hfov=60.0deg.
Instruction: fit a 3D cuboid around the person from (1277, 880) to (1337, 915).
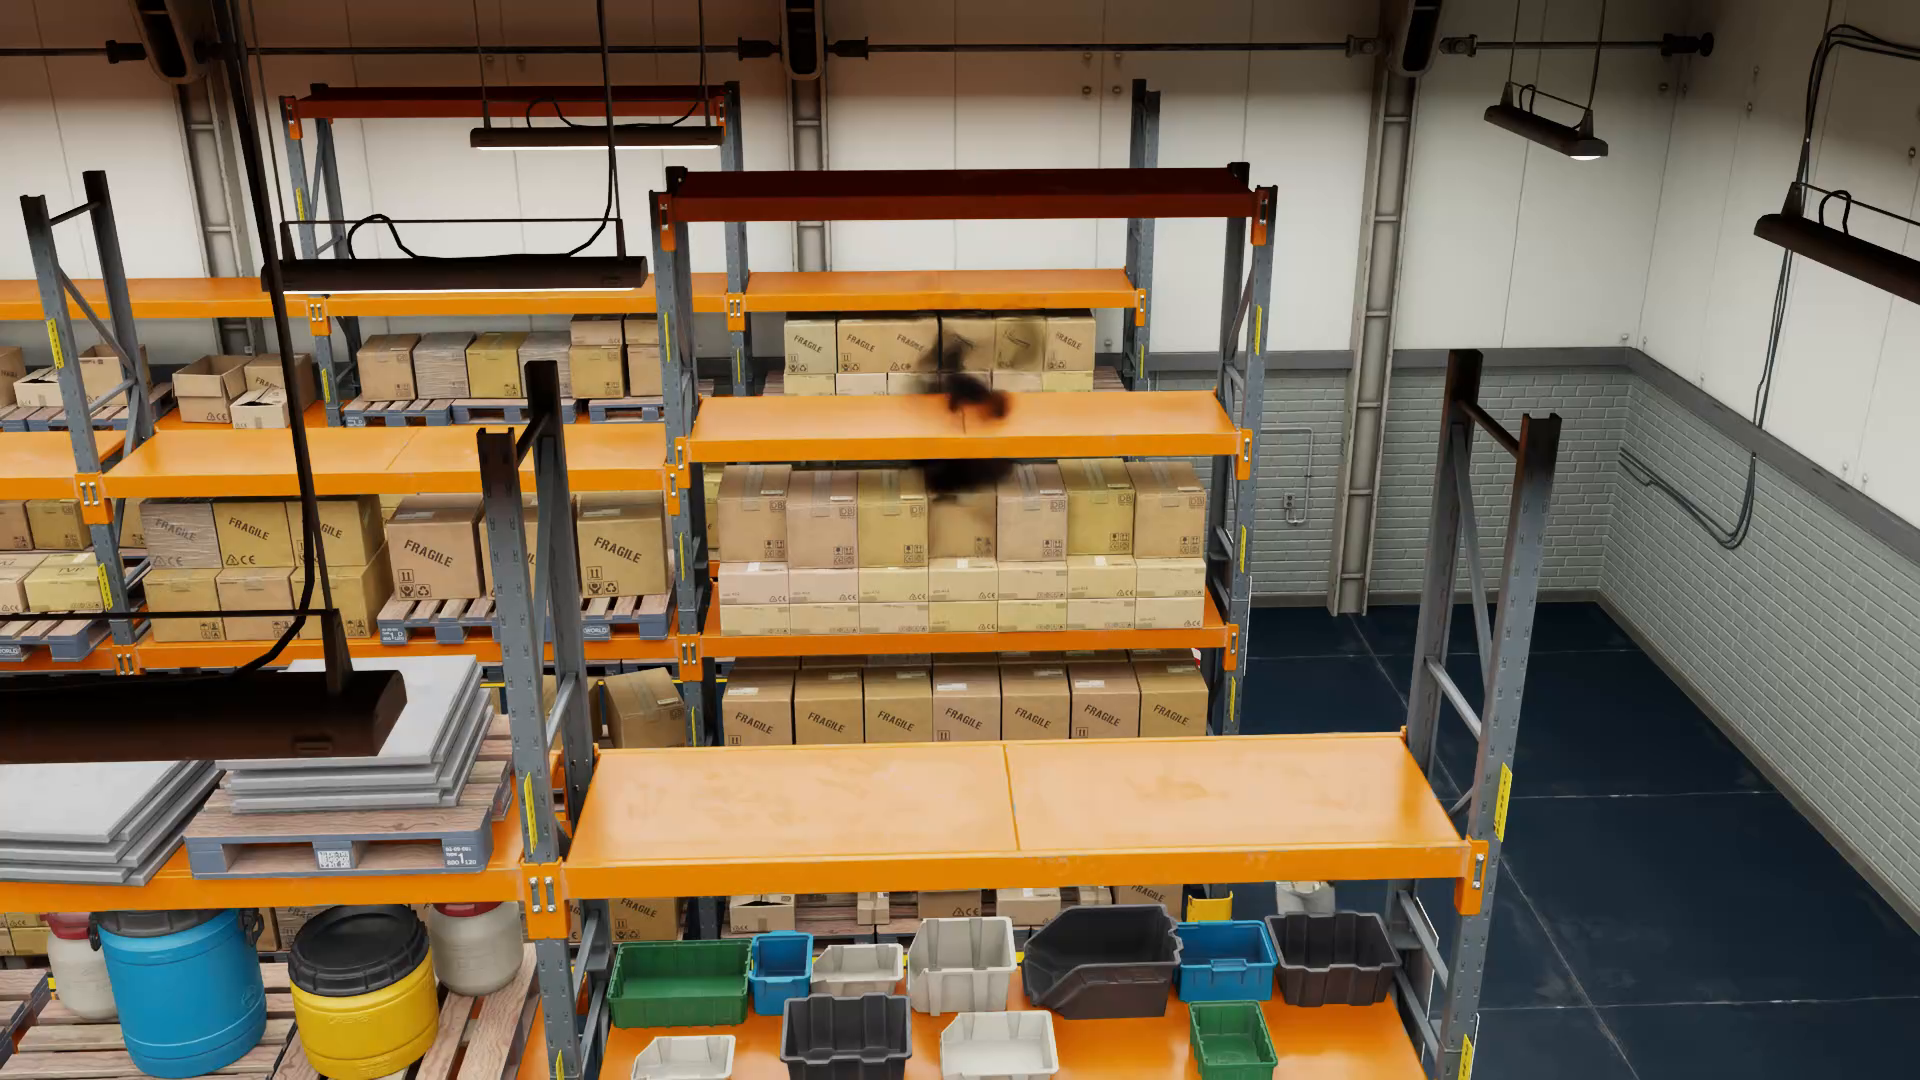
[{"bbox_3d":[2.429,2.508,11.994,0.717,1.798,0.898,14,26,30],"label":"person"}]
